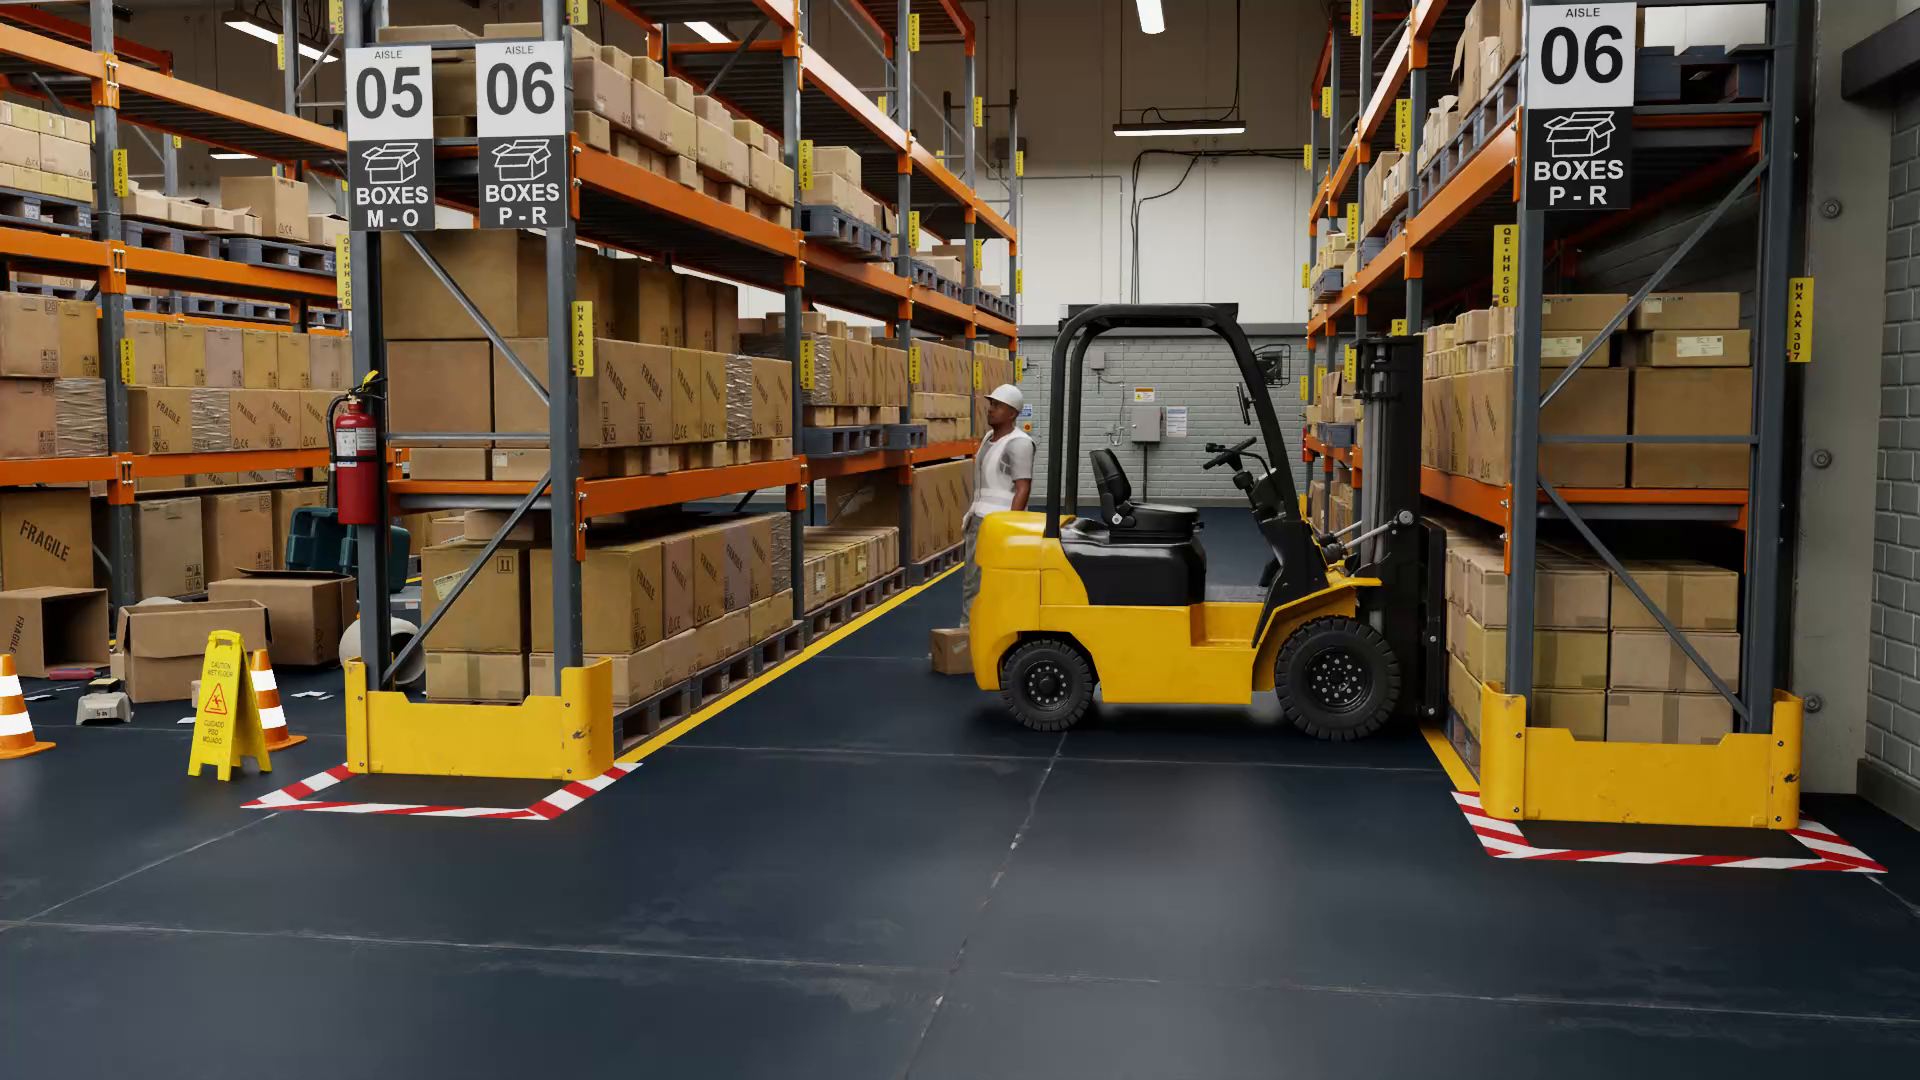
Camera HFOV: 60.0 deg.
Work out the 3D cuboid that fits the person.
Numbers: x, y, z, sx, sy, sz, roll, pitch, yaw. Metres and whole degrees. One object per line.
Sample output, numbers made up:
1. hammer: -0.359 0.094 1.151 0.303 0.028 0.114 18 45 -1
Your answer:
1. person: 0.154 -0.086 10.458 0.577 1.782 0.653 -2 5 -23
